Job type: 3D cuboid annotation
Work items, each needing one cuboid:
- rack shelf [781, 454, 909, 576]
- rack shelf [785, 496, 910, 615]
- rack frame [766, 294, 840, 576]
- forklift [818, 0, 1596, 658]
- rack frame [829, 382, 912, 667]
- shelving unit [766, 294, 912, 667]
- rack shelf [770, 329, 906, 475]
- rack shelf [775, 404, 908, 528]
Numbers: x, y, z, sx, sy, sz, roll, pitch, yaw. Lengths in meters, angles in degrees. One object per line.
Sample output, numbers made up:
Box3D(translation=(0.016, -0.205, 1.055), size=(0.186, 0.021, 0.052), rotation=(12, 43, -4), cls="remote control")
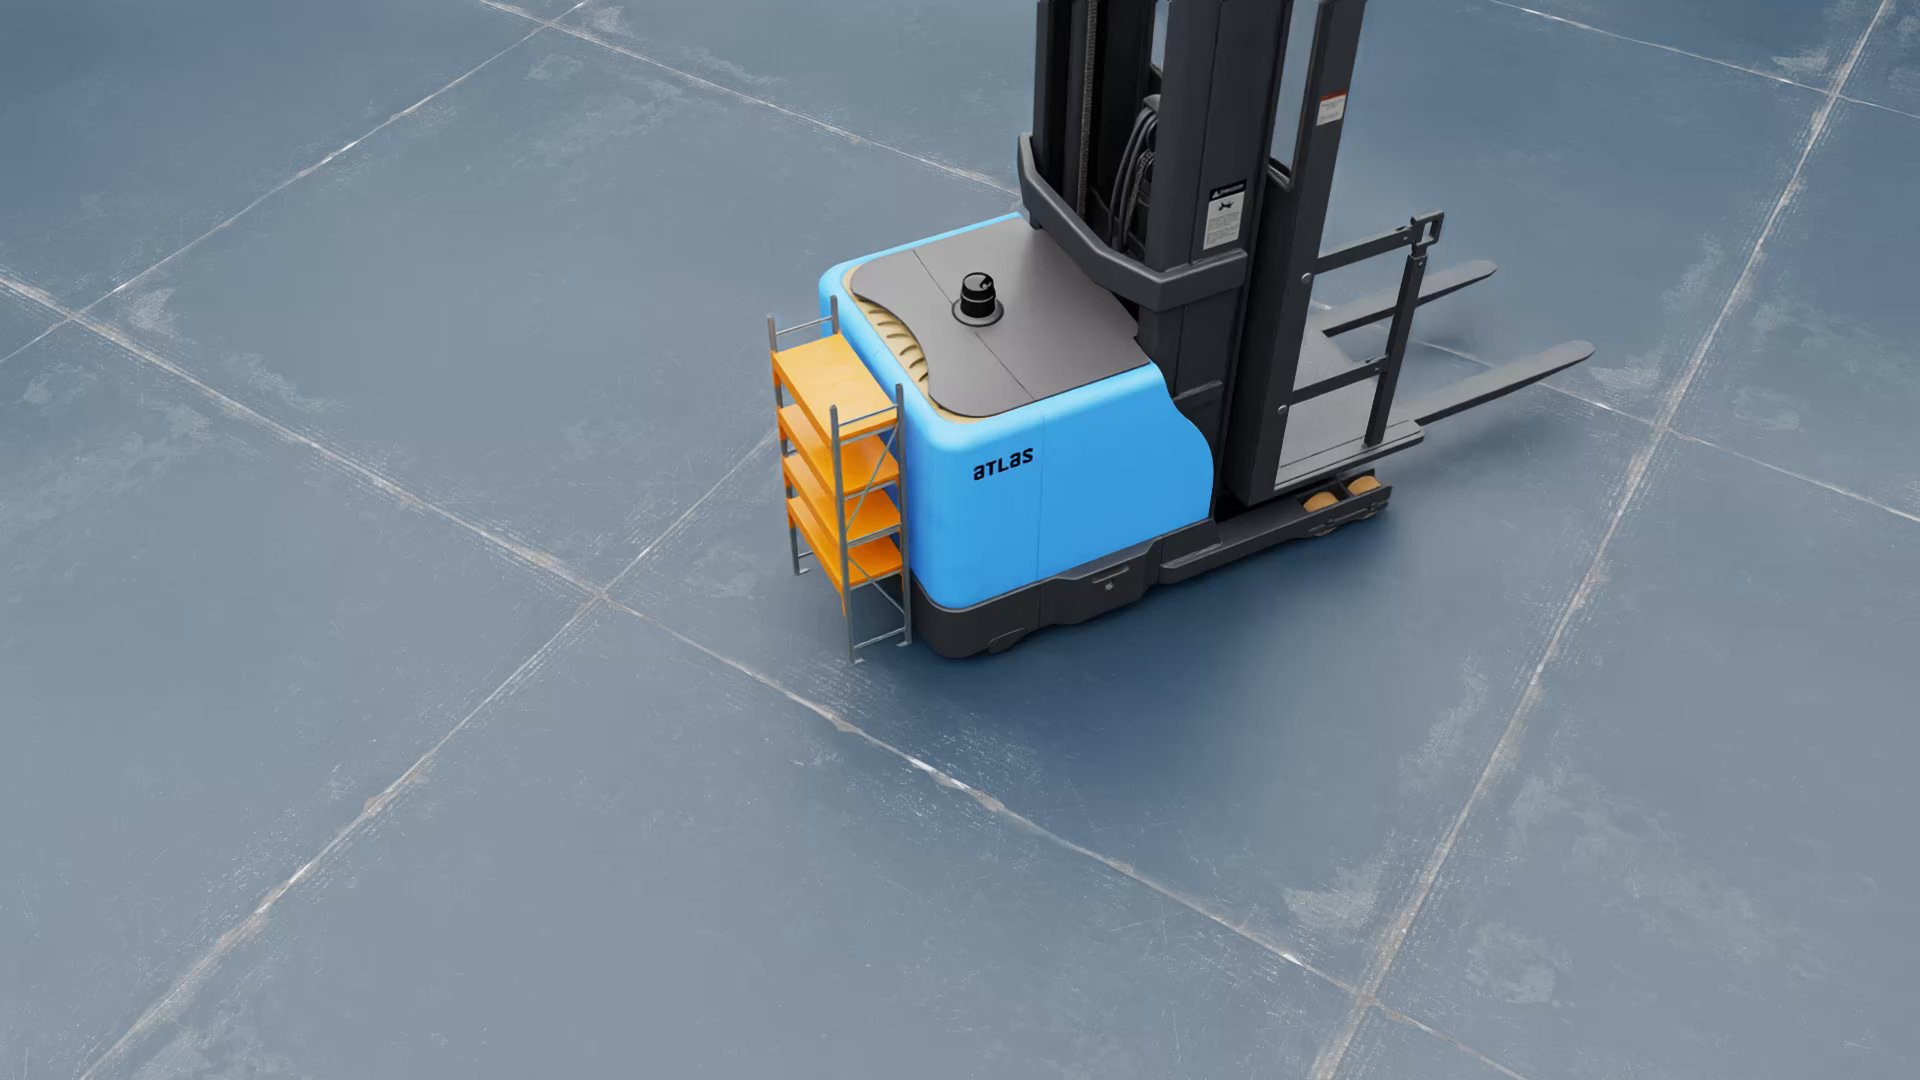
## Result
Box3D(translation=(-0.392, -0.126, 5.630), size=(0.258, 0.148, 0.480), rotation=(-20, 49, -19), cls="rack shelf")
Box3D(translation=(-0.392, 0.012, 5.772), size=(0.258, 0.148, 0.480), rotation=(-20, 49, -19), cls="rack shelf")
Box3D(translation=(-0.504, -0.329, 5.733), size=(0.240, 1.200, 0.015), rotation=(-20, 49, -19), cls="rack frame")
Box3D(translation=(1.056, -1.359, 5.527), size=(3.031, 2.935, 1.130), rotation=(-20, 49, -18), cls="forklift")
Box3D(translation=(-0.281, -0.017, 5.430), size=(0.240, 1.200, 0.015), rotation=(-20, 49, -19), cls="rack frame")
Box3D(translation=(-0.392, -0.173, 5.581), size=(0.258, 1.200, 0.503), rotation=(-20, 49, -19), cls="shelving unit")
Box3D(translation=(-0.392, -0.447, 5.300), size=(0.258, 0.148, 0.480), rotation=(-20, 49, -19), cls="rack shelf")
Box3D(translation=(-0.392, -0.282, 5.469), size=(0.258, 0.148, 0.480), rotation=(-20, 49, -19), cls="rack shelf")
